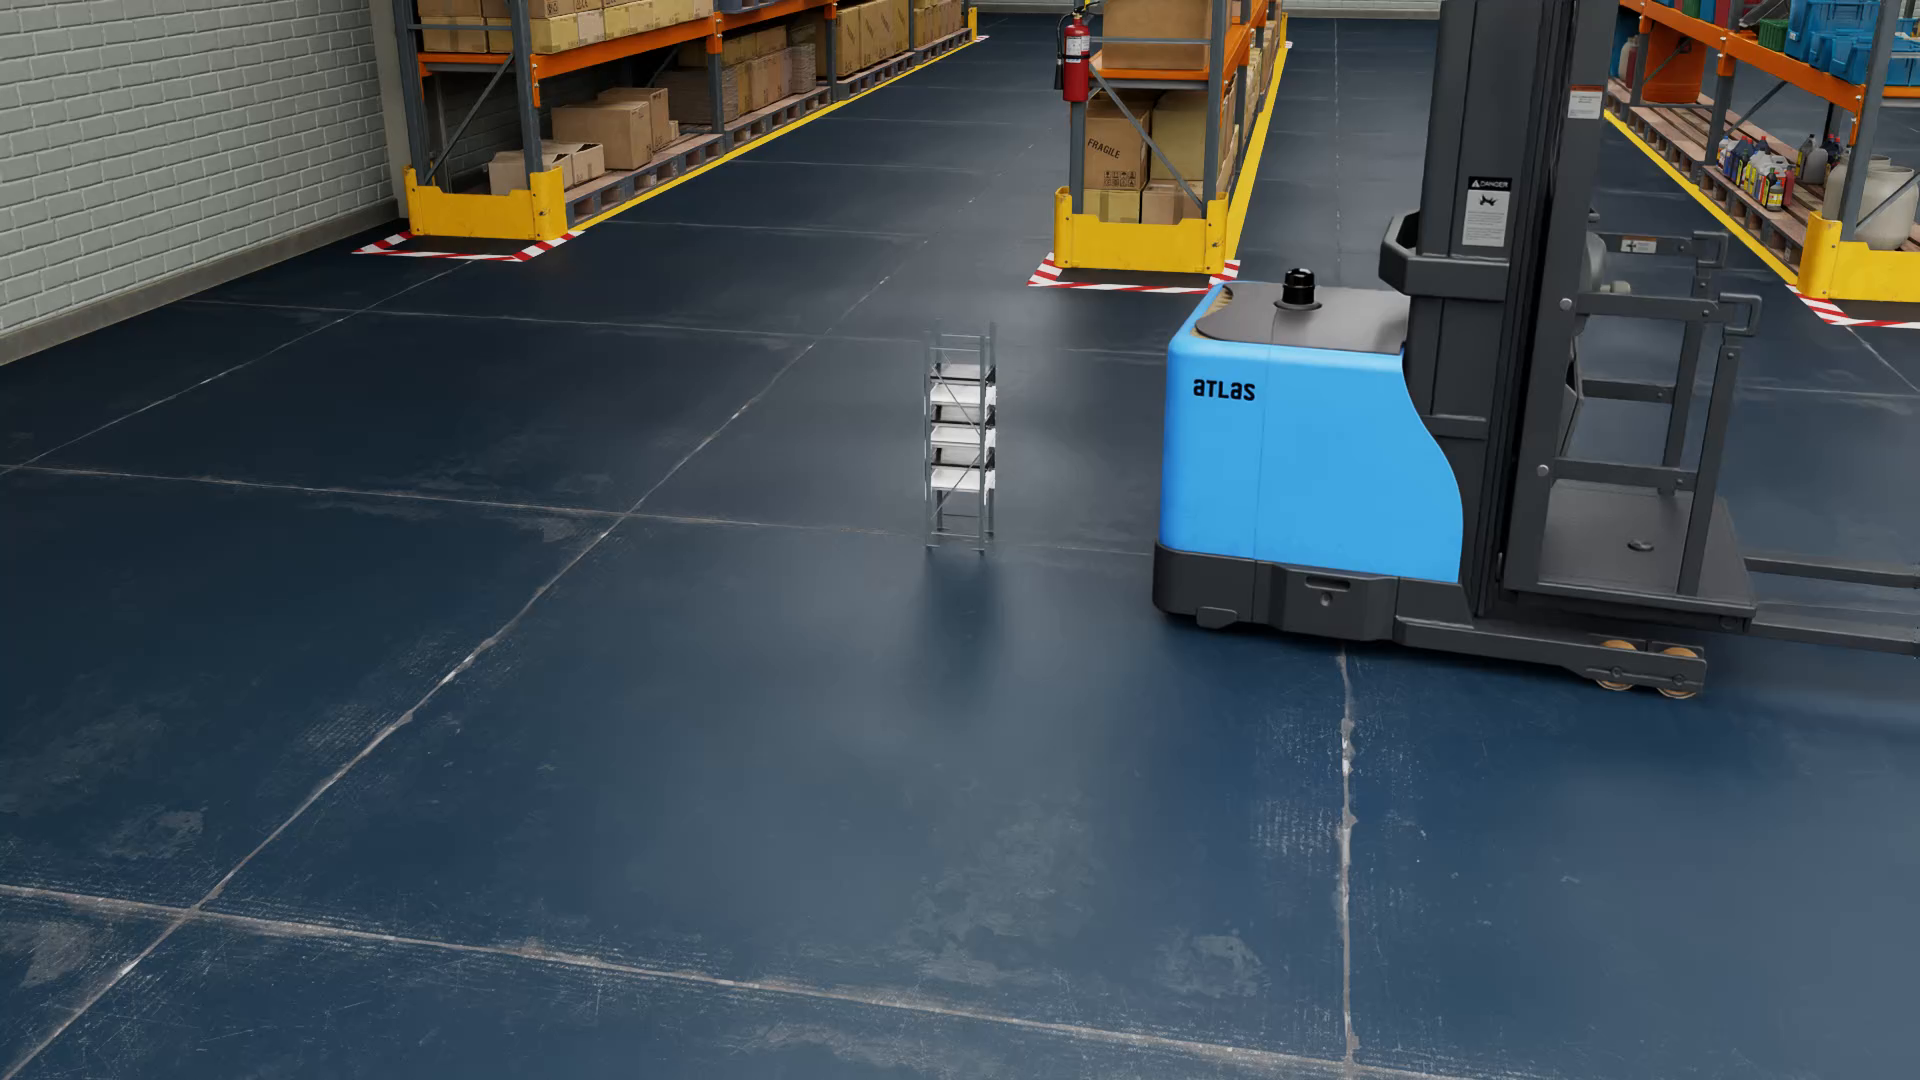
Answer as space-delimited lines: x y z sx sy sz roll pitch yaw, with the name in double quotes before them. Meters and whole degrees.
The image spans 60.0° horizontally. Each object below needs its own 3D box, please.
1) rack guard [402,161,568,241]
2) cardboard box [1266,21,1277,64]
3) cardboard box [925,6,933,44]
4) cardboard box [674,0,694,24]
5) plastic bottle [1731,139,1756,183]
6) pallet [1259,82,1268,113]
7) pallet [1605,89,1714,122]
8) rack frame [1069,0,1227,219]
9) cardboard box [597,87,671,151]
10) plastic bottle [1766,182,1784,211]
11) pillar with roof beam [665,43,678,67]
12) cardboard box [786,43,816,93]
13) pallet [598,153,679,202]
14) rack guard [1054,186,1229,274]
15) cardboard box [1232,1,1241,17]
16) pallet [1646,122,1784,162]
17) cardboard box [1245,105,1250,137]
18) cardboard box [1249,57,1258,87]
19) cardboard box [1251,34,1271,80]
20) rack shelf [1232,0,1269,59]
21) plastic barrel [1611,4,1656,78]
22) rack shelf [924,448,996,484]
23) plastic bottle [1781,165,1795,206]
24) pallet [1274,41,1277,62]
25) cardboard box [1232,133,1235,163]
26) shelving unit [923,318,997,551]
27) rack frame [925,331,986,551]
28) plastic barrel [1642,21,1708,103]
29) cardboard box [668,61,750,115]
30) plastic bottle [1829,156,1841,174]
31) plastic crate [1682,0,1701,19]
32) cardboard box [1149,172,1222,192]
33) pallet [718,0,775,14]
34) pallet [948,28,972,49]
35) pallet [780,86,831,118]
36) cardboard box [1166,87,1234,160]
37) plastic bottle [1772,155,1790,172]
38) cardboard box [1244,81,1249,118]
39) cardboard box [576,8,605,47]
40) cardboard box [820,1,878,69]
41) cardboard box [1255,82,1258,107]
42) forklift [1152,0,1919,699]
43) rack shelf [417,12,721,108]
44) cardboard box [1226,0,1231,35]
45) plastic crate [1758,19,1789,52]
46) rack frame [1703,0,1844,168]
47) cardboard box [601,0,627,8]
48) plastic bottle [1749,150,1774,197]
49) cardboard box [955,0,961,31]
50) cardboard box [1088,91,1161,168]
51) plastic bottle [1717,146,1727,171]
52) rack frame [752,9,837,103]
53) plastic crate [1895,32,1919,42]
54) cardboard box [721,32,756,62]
"rack guard" -3.579 -2.564 12.550 1.175 0.500 0.348 4 22 11
"cardboard box" 3.884 -6.550 21.860 0.500 0.500 0.500 4 22 11
"cardboard box" -0.787 -7.569 24.415 0.700 0.500 0.500 4 22 10
"cardboard box" -2.688 -4.720 14.733 0.500 0.250 0.500 5 22 11
"plastic bottle" 6.311 -3.046 13.358 0.144 0.351 0.185 4 22 9
"pallet" 3.077 -5.222 19.537 1.003 0.211 1.213 4 22 11
"pallet" 7.857 -4.864 18.649 1.003 0.211 1.213 4 22 11
"rack frame" 1.256 -3.319 11.080 1.000 3.000 0.127 4 22 11
"cardboard box" -2.951 -3.820 15.081 0.500 0.500 0.500 3 22 7
"plastic bottle" 6.050 -2.551 12.330 0.097 0.201 0.097 0 22 0
"pillar with roof beam" 1.140 -8.666 16.327 9.100 9.000 0.400 4 22 11
"cardboard box" -2.058 -5.399 19.000 0.700 0.500 0.500 5 22 12
"pallet" -3.128 -3.169 14.440 1.003 0.211 1.213 4 22 11
"rack guard" 1.251 -2.151 11.525 1.175 0.500 0.348 4 22 11
"cardboard box" 2.453 -4.974 15.525 0.380 0.149 0.250 4 22 11
"pallet" 7.289 -3.847 16.124 1.003 0.211 1.213 4 22 11
"cardboard box" 2.502 -4.017 15.931 0.500 0.250 0.500 5 22 12
"cardboard box" 2.817 -4.839 17.222 0.500 0.311 0.500 4 22 11
"cardboard box" 3.469 -5.809 20.020 0.500 0.500 0.500 4 22 10
"rack shelf" 2.480 -5.180 16.663 1.077 0.370 4.000 4 22 11
"plastic barrel" 8.280 -6.094 20.216 0.600 0.901 0.708 4 22 11
"rack shelf" 0.002 -0.306 6.739 0.258 0.077 0.200 4 22 11
"plastic bottle" 6.232 -2.672 12.519 0.061 0.283 0.133 4 22 11
"pallet" 4.092 -7.113 24.233 1.003 0.211 1.213 4 22 11
"cardboard box" 2.080 -3.333 14.233 0.500 0.250 0.500 4 22 11
"shelving unit" 0.002 -0.420 6.693 0.258 0.900 0.210 4 22 11
"rack frame" -0.019 -0.383 6.601 0.240 0.900 0.006 4 22 11
"plastic barrel" 7.820 -5.234 18.178 0.600 0.830 0.708 4 22 11
"cardboard box" -2.588 -4.666 17.182 0.700 0.500 0.500 4 22 10
"plastic bottle" 6.825 -2.850 12.963 0.061 0.283 0.133 4 22 11
"plastic crate" 6.999 -4.963 15.446 0.450 0.188 0.662 4 22 11
"cardboard box" 1.681 -2.601 12.415 0.500 0.250 0.500 4 22 11
"pallet" -2.480 -5.338 16.349 1.003 0.211 1.213 4 22 11
"pallet" -0.416 -7.955 26.324 1.003 0.211 1.213 4 22 11
"pallet" -2.123 -5.042 19.091 1.003 0.211 1.213 4 22 11
"cardboard box" 1.892 -3.314 13.182 0.500 0.500 0.500 4 22 11
"plastic bottle" 6.374 -2.854 12.981 0.152 0.276 0.135 4 22 11
"cardboard box" 2.400 -4.094 15.371 0.500 0.311 0.500 5 22 11
"cardboard box" -3.092 -3.981 12.896 0.500 0.250 0.500 4 22 9
"cardboard box" -1.499 -6.398 21.039 0.750 0.750 0.750 4 22 11
"cardboard box" 2.918 -4.765 17.787 0.500 0.250 0.500 4 22 10
"forklift" 2.280 -1.053 5.546 3.031 2.935 1.130 7 23 17
"rack shelf" -3.186 -4.093 13.965 1.077 0.370 4.000 4 22 11
"cardboard box" 1.886 -4.472 13.809 0.700 0.500 0.500 4 22 10
"plastic crate" 6.367 -3.830 12.632 0.450 0.188 0.662 4 22 11
"rack frame" 6.920 -4.403 13.772 1.000 3.000 0.127 4 22 11
"cardboard box" -2.981 -4.503 13.190 0.500 0.500 0.500 4 22 9
"plastic bottle" 6.186 -2.822 12.803 0.144 0.351 0.185 5 23 13
"cardboard box" -0.375 -8.319 26.278 0.700 0.500 0.500 4 22 11
"cardboard box" 1.263 -3.172 12.829 0.500 0.500 0.500 4 22 11
"plastic bottle" 6.405 -3.189 13.913 0.097 0.201 0.097 0 22 0
"rack frame" -1.962 -6.621 19.279 1.000 3.000 0.127 4 22 11
"plastic crate" 6.837 -3.668 12.298 0.530 0.136 0.437 4 22 11
"cardboard box" -2.455 -5.173 17.437 0.500 0.250 0.500 4 22 9
